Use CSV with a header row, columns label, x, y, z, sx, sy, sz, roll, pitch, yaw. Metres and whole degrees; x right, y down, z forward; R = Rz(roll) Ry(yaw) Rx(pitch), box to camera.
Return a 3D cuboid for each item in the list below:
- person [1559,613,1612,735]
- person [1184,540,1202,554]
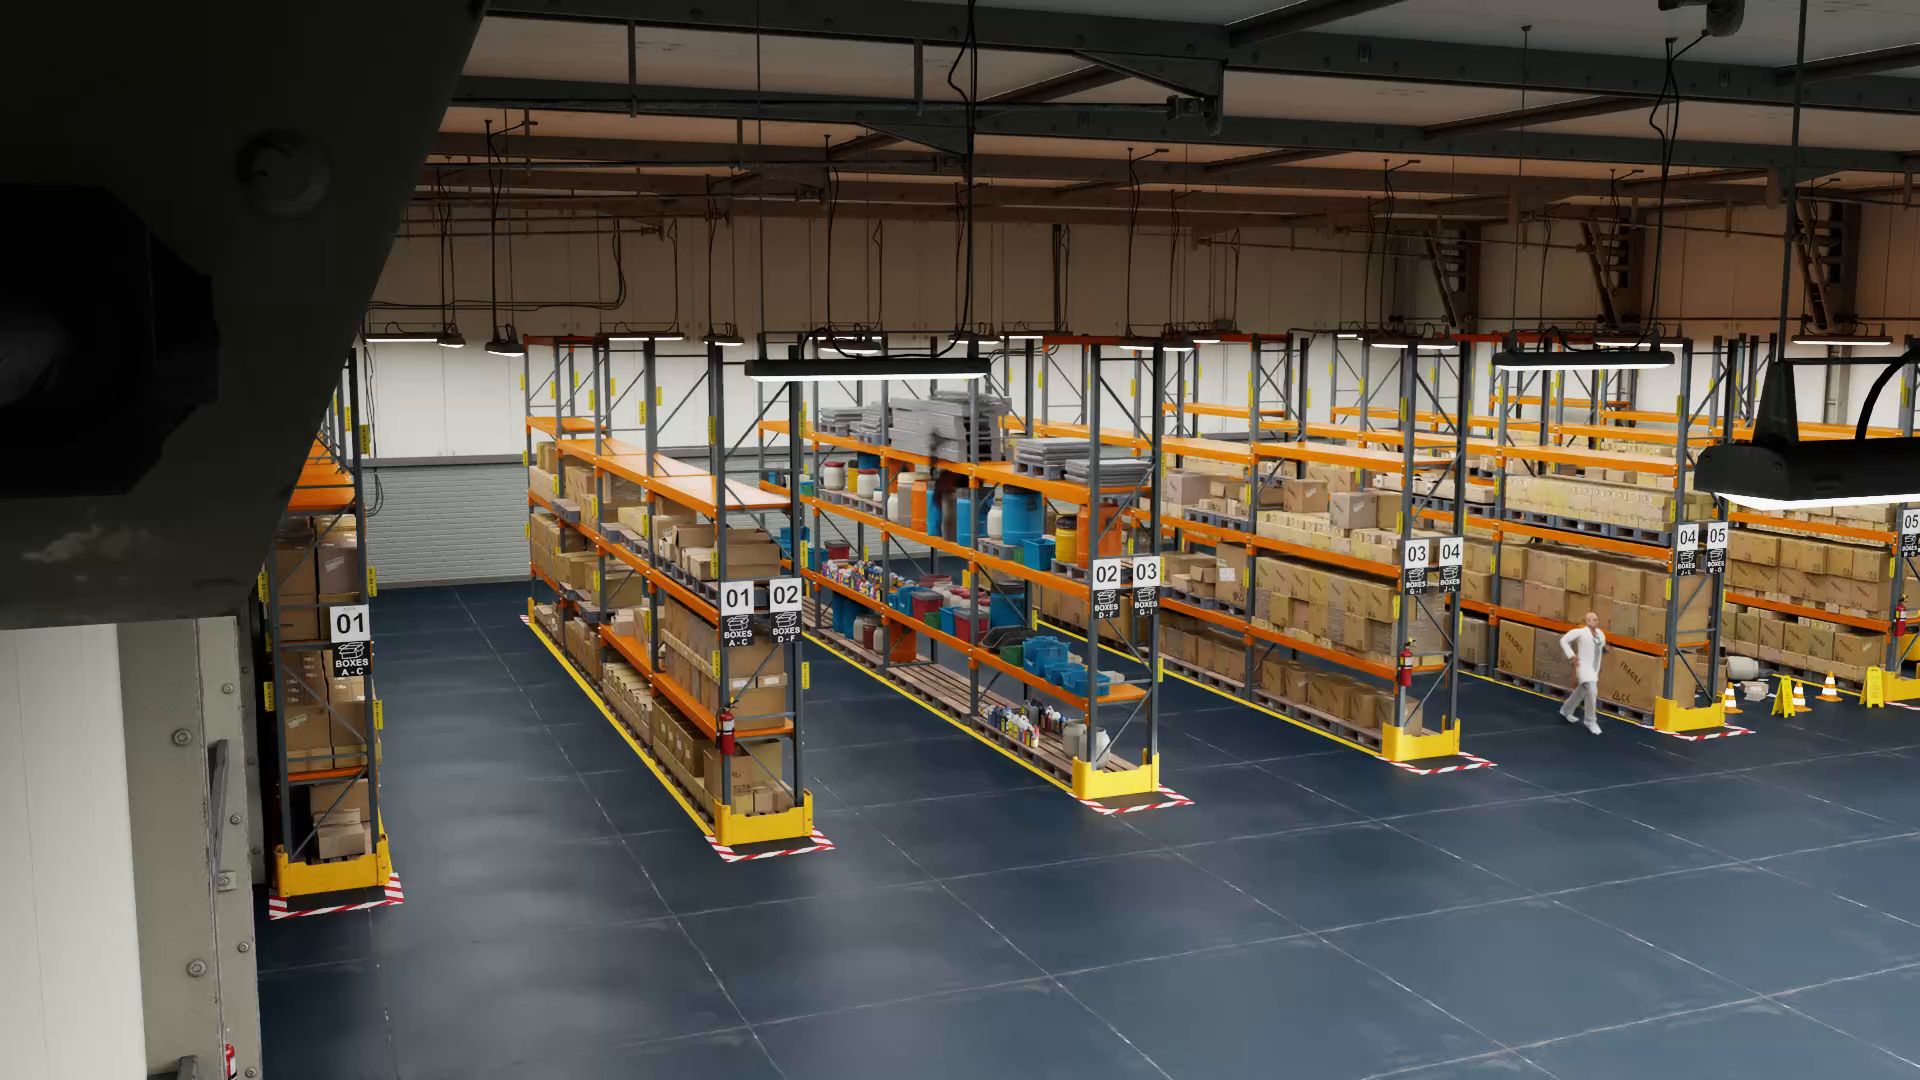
label,x,y,z,sx,sy,sz,roll,pitch,yaw
person,9.699,2.017,25.745,0.686,1.805,0.917,-4,9,-30
person,5.873,-0.048,42.068,0.679,1.653,0.602,-3,8,-23
